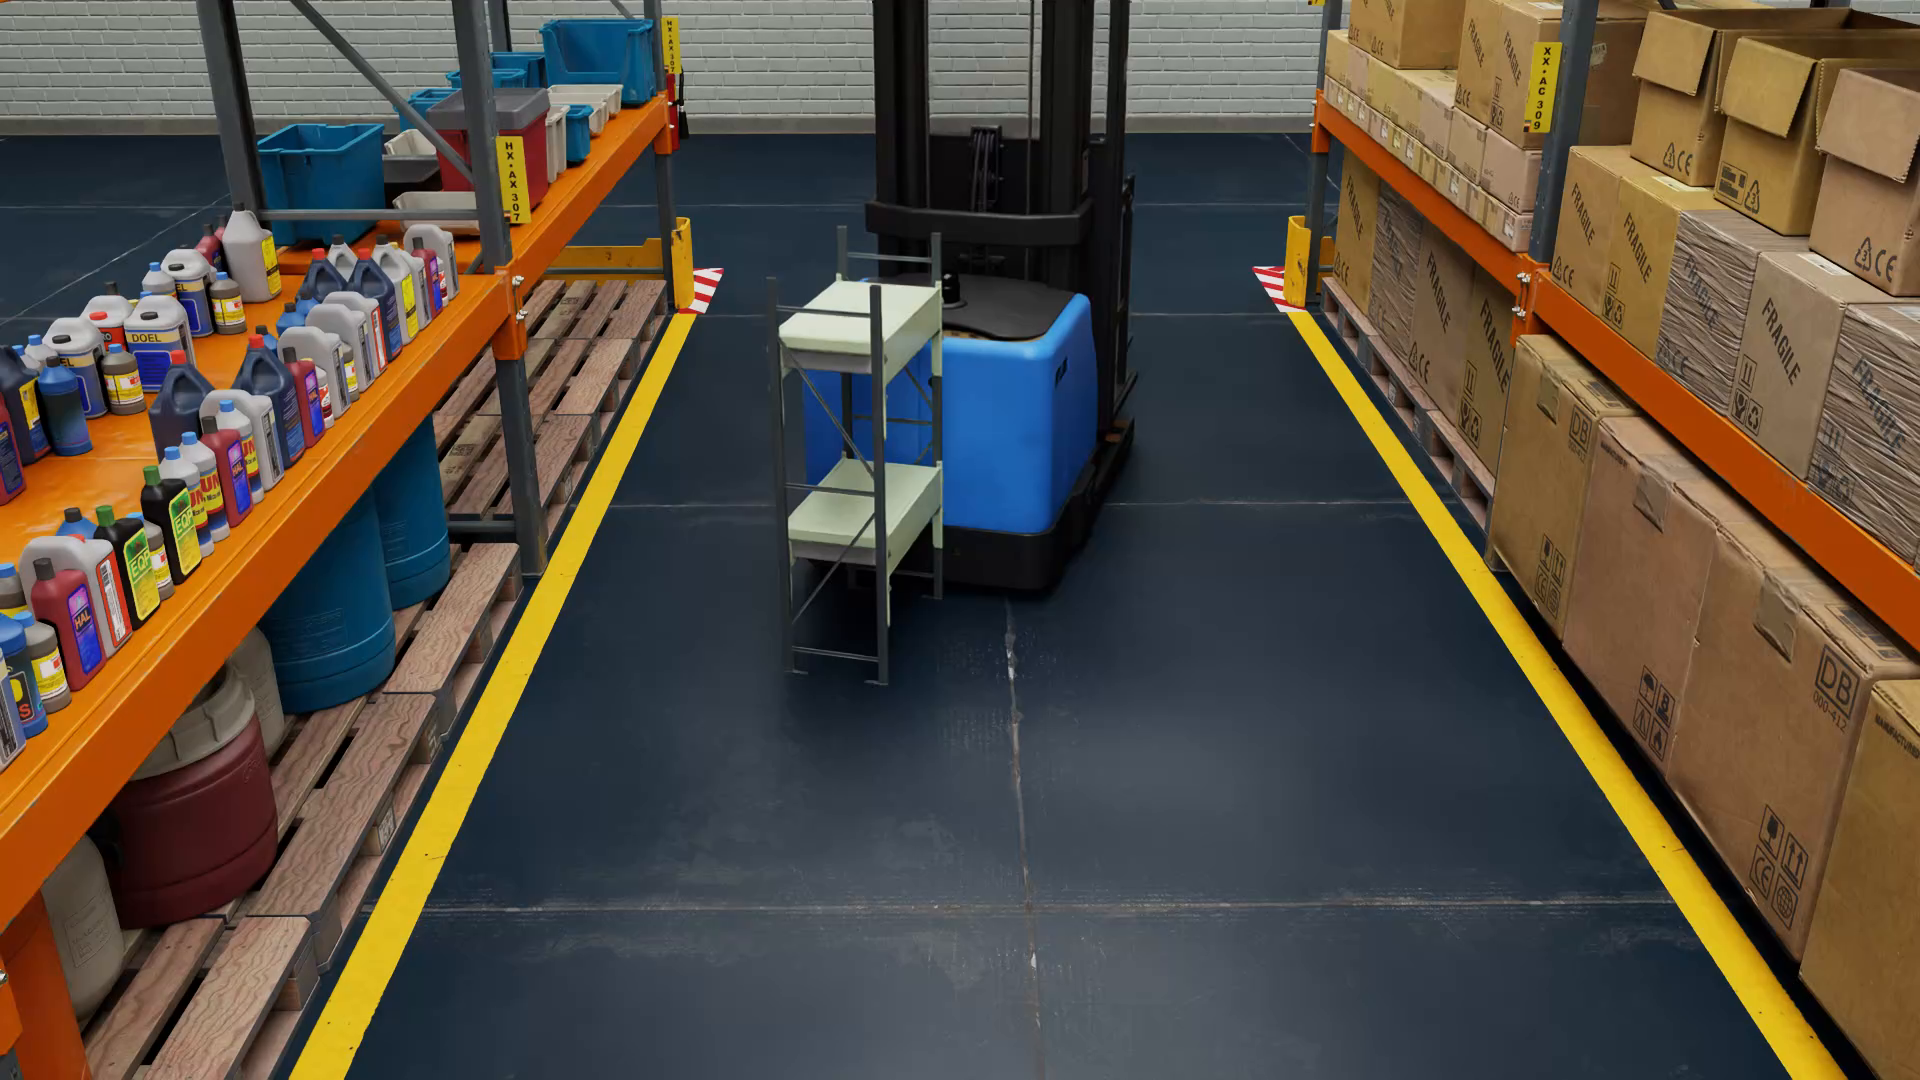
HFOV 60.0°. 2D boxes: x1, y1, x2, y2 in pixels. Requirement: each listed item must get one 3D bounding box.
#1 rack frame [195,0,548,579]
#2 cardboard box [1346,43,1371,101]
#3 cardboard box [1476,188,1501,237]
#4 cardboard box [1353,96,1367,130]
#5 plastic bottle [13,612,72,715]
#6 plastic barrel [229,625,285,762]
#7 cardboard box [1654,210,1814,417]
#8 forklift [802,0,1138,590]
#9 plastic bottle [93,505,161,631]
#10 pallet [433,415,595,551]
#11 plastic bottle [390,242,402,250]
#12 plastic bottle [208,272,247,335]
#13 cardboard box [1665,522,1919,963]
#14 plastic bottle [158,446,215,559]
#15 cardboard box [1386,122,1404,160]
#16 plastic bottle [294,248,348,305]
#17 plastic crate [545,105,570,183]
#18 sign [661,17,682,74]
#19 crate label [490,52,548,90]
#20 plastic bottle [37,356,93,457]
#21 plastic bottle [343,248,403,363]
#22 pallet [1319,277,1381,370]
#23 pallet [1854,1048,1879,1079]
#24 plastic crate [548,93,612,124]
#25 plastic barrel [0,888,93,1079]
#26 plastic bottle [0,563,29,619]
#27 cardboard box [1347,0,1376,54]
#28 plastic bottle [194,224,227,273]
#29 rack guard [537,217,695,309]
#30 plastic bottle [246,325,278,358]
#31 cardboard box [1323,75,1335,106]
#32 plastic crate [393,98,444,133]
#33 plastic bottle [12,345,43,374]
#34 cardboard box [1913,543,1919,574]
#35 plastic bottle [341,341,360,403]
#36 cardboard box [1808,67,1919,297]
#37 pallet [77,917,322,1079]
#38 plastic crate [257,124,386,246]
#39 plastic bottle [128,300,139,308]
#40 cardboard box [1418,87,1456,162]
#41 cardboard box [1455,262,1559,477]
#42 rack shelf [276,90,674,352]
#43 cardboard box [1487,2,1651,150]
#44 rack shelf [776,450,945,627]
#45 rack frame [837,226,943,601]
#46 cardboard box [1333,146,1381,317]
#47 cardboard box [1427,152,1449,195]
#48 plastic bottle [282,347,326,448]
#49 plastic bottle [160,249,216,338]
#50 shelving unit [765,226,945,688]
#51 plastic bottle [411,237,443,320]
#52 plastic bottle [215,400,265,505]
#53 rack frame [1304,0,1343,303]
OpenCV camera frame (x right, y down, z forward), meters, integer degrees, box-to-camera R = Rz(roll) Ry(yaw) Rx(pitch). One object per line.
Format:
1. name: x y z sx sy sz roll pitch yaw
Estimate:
1. rack frame: -2.235 -1.230 6.330 1.000 3.000 0.127 0 24 -1
2. cardboard box: 2.422 -2.555 9.079 0.500 0.250 0.500 -1 24 -1
3. cardboard box: 2.384 -1.368 6.940 0.380 0.149 0.250 0 24 0
4. cardboard box: 2.359 -2.320 9.044 0.380 0.149 0.250 -1 24 -1
5. plastic bottle: -1.848 0.241 3.318 0.097 0.201 0.097 0 24 0
6. plastic barrel: -2.322 0.461 5.099 0.421 0.512 0.421 0 24 0
7. cardboard box: 2.484 -0.694 5.023 0.500 0.500 0.500 -1 24 -2
8. forklift: 0.235 -1.719 7.495 1.130 2.935 3.031 6 25 14
9. plastic bottle: -1.834 0.046 3.651 0.061 0.283 0.133 0 24 -1
10. pallet: -2.282 -0.262 7.574 1.003 0.211 1.213 0 24 -1
11. plastic bottle: -2.032 -0.970 5.997 0.097 0.201 0.097 0 24 0
12. plastic bottle: -2.482 -0.805 5.630 0.097 0.201 0.097 0 24 0
13. cardboard box: 2.773 0.521 4.527 1.225 0.875 0.875 0 24 0
14. plastic bottle: -1.856 -0.092 3.969 0.097 0.271 0.097 0 24 0
15. cardboard box: 2.366 -2.005 8.347 0.380 0.149 0.250 -1 24 -2
16. plastic bottle: -2.040 -0.753 5.336 0.144 0.351 0.185 0 24 -1
17. plastic crate: -2.067 -1.833 7.735 0.437 0.282 0.530 0 24 -1
18. sign: -1.729 -2.962 9.961 0.100 0.325 0.005 0 24 -1
19. crate label: -2.605 -2.726 9.768 0.416 0.233 0.303 0 24 -1
20. plastic bottle: -2.478 -0.374 4.594 0.097 0.271 0.097 0 24 0
21. plastic bottle: -1.896 -0.754 5.337 0.144 0.351 0.185 0 24 -1
22. pallet: 2.761 -1.301 9.870 1.003 0.211 1.213 0 24 -1
23. pallet: 2.828 1.341 4.028 1.003 0.211 1.213 0 24 -1
24. plastic crate: -2.100 -2.331 9.011 0.396 0.136 0.243 0 24 -1
25. plastic barrel: -2.214 1.014 3.492 0.600 0.830 0.708 0 24 -1
26. plastic bottle: -2.002 0.147 3.527 0.097 0.201 0.097 0 24 0
27. cardboard box: 2.415 -2.904 8.943 0.500 0.500 0.500 -1 24 -2
28. plastic bottle: -2.656 -0.969 5.894 0.061 0.283 0.133 0 24 -1
29. rack guard: -2.292 -1.749 10.511 1.175 0.500 0.348 0 24 -1
30. plastic bottle: -2.018 -0.493 4.856 0.097 0.271 0.097 0 24 0
31. cardboard box: 2.348 -2.638 9.748 0.380 0.149 0.250 0 24 0
32. plastic crate: -2.587 -2.060 8.295 0.416 0.233 0.300 0 24 -1
33. plastic bottle: -2.623 -0.414 4.681 0.097 0.271 0.097 0 24 0
34. cardboard box: 2.509 -0.057 3.615 0.500 0.500 0.500 0 24 -1
35. plastic bottle: -1.868 -0.517 4.994 0.097 0.201 0.097 0 24 0
36. cardboard box: 2.751 -0.953 4.378 0.797 0.503 0.637 1 24 1
37. pallet: -2.242 1.364 3.978 1.003 0.211 1.213 0 24 -1
38. plastic crate: -2.581 -1.441 6.743 0.392 0.384 0.575 0 24 -1
39. plastic bottle: -2.631 -0.668 5.328 0.097 0.201 0.097 0 24 0
40. cardboard box: 2.437 -1.924 7.685 0.500 0.250 0.500 0 24 1
41. cardboard box: 2.790 -0.748 7.332 0.875 0.875 0.875 0 24 -1
42. rack shelf: -2.257 -1.726 8.300 1.077 0.370 4.000 0 24 -1
43. cardboard box: 2.445 -1.849 6.610 0.500 0.500 0.500 0 24 1
44. rack shelf: -0.359 -0.020 6.266 0.431 0.370 0.720 6 25 14
45. rack frame: -0.263 -0.463 6.453 0.400 1.500 0.023 6 25 14
46. cardboard box: 2.761 -1.860 9.792 0.875 0.875 0.875 0 24 -1
47. cardboard box: 2.375 -1.686 7.643 0.380 0.149 0.250 0 24 0
48. plastic bottle: -1.846 -0.411 4.661 0.061 0.283 0.133 0 24 -1
49. plastic bottle: -2.607 -0.830 5.596 0.152 0.276 0.135 0 24 -1
50. shelving unit: -0.359 -0.317 6.131 0.431 1.500 0.755 6 25 14
51. plastic bottle: -1.859 -0.921 5.788 0.061 0.283 0.133 0 24 -1
52. plastic bottle: -1.859 -0.227 4.267 0.097 0.271 0.097 0 24 0
53. rack frame: 2.674 -2.901 10.023 1.000 3.000 0.127 0 24 -1
